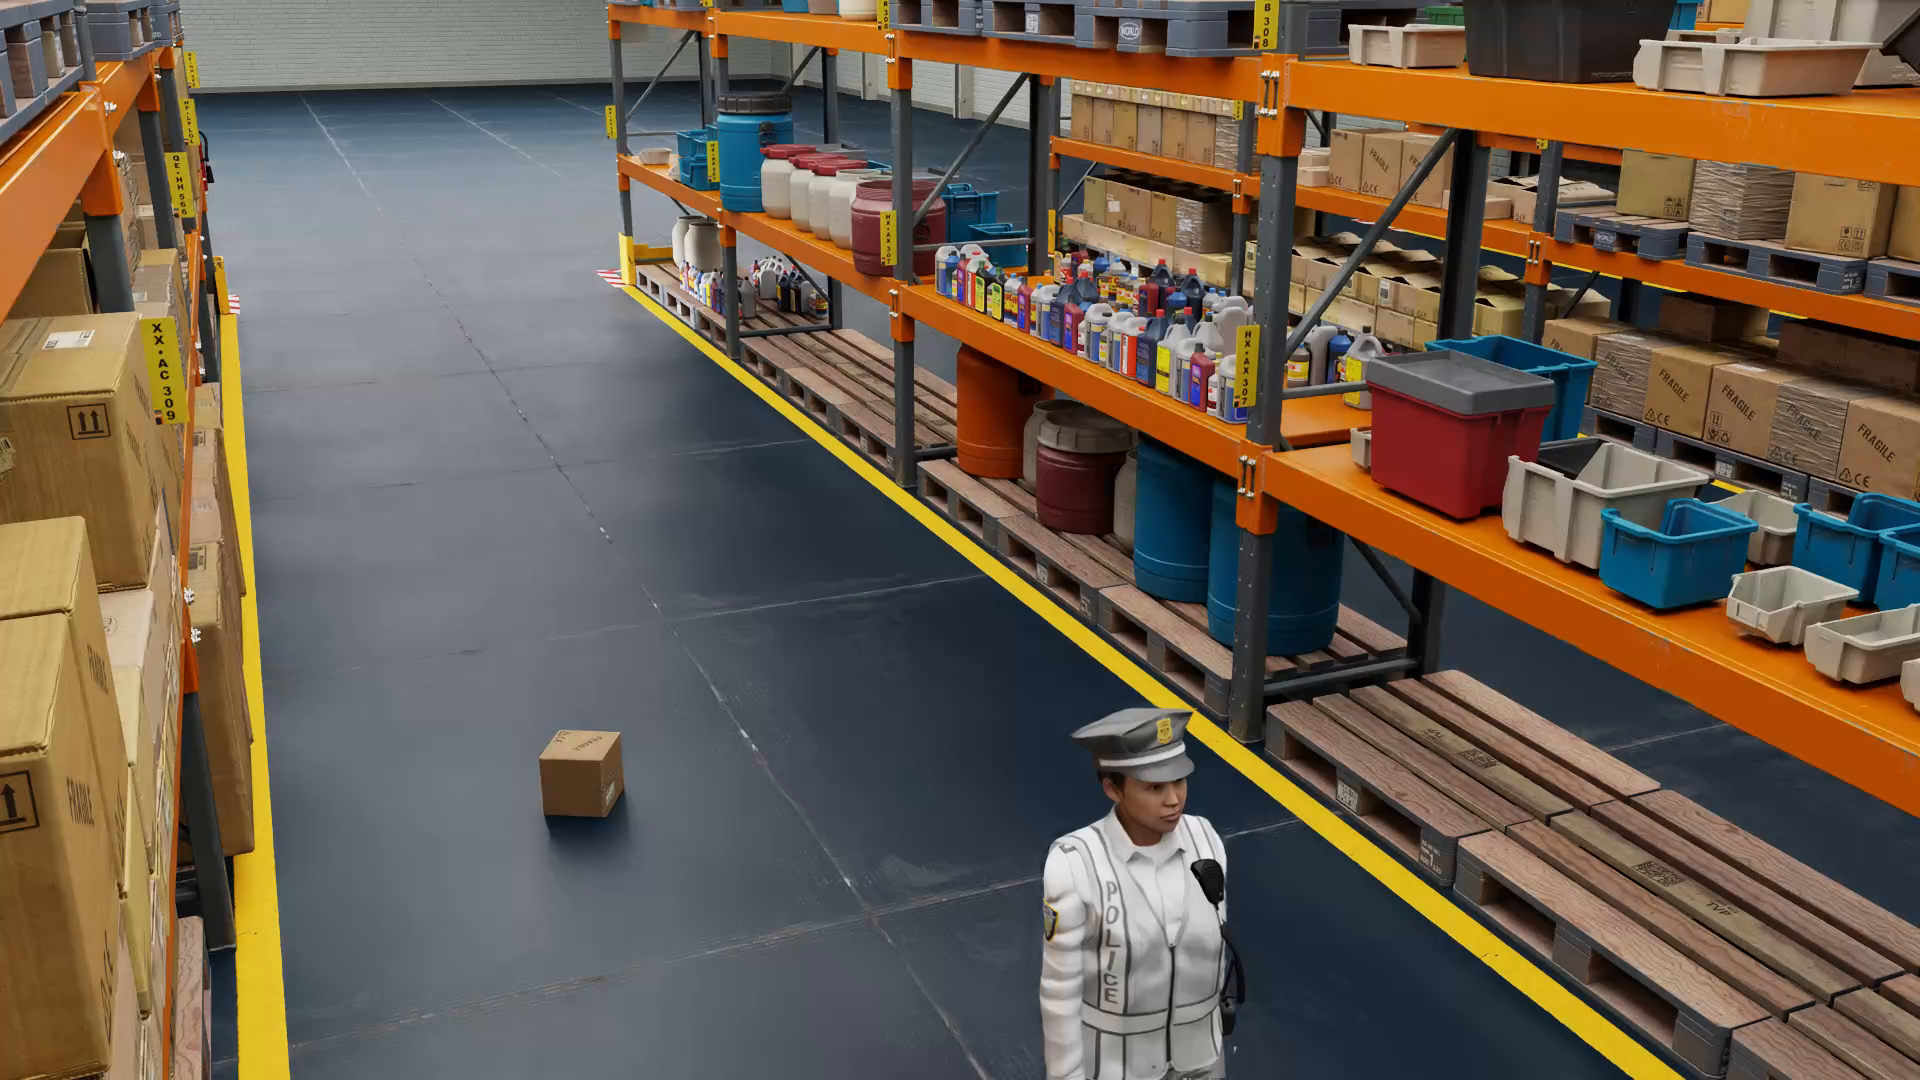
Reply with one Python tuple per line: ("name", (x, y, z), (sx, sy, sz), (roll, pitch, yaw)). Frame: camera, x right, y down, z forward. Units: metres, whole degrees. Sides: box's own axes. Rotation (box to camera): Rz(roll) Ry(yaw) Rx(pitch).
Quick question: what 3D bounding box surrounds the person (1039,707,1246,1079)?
("person", (0.388, 1.125, 3.702), (0.473, 1.667, 0.707), (-6, 20, -17))
